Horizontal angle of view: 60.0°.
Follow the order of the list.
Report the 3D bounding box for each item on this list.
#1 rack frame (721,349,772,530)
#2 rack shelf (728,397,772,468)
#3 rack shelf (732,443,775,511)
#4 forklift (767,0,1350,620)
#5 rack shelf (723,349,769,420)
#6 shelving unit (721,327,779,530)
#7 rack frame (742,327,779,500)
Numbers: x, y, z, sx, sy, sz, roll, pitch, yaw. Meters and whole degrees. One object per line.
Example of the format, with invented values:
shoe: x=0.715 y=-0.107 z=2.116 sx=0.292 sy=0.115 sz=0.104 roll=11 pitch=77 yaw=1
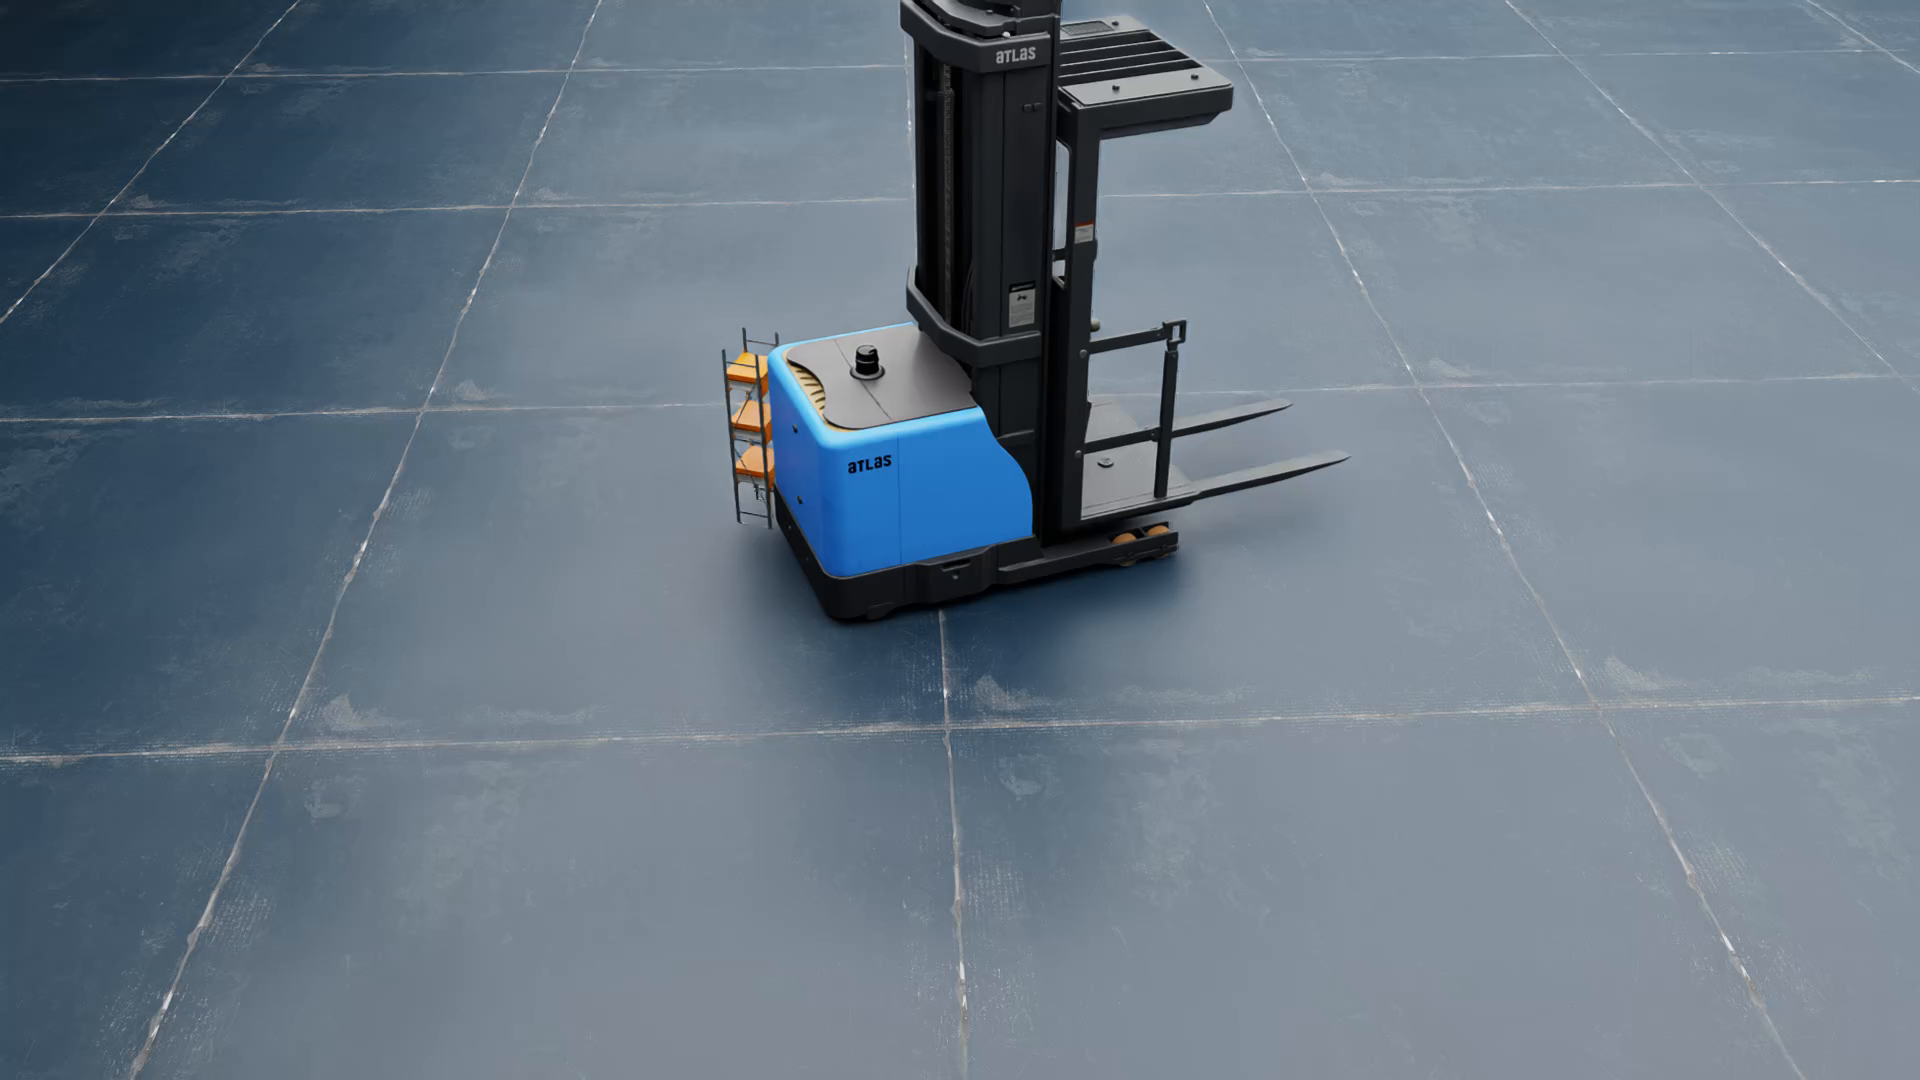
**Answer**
rack frame: x=-1.098 y=-0.507 z=8.596 sx=0.200 sy=1.050 sz=0.008 roll=11 pitch=36 yaw=15
rack shelf: x=-1.059 y=-0.564 z=8.697 sx=0.215 sy=0.259 sz=0.240 roll=11 pitch=36 yaw=15
rack shelf: x=-1.059 y=-0.336 z=8.856 sx=0.215 sy=0.259 sz=0.240 roll=11 pitch=36 yaw=15
forklift: x=0.593 y=-1.338 z=8.144 sx=3.031 sy=2.935 sz=1.130 roll=-13 pitch=37 yaw=-17
rack shelf: x=-1.059 y=-0.797 z=8.536 sx=0.215 sy=0.259 sz=0.240 roll=11 pitch=36 yaw=15
shelving unit: x=-1.059 y=-0.573 z=8.691 sx=0.215 sy=1.050 sz=0.252 roll=11 pitch=36 yaw=15
rack frame: x=-1.020 y=-0.639 z=8.786 sx=0.200 sy=1.050 sz=0.008 roll=11 pitch=36 yaw=15
